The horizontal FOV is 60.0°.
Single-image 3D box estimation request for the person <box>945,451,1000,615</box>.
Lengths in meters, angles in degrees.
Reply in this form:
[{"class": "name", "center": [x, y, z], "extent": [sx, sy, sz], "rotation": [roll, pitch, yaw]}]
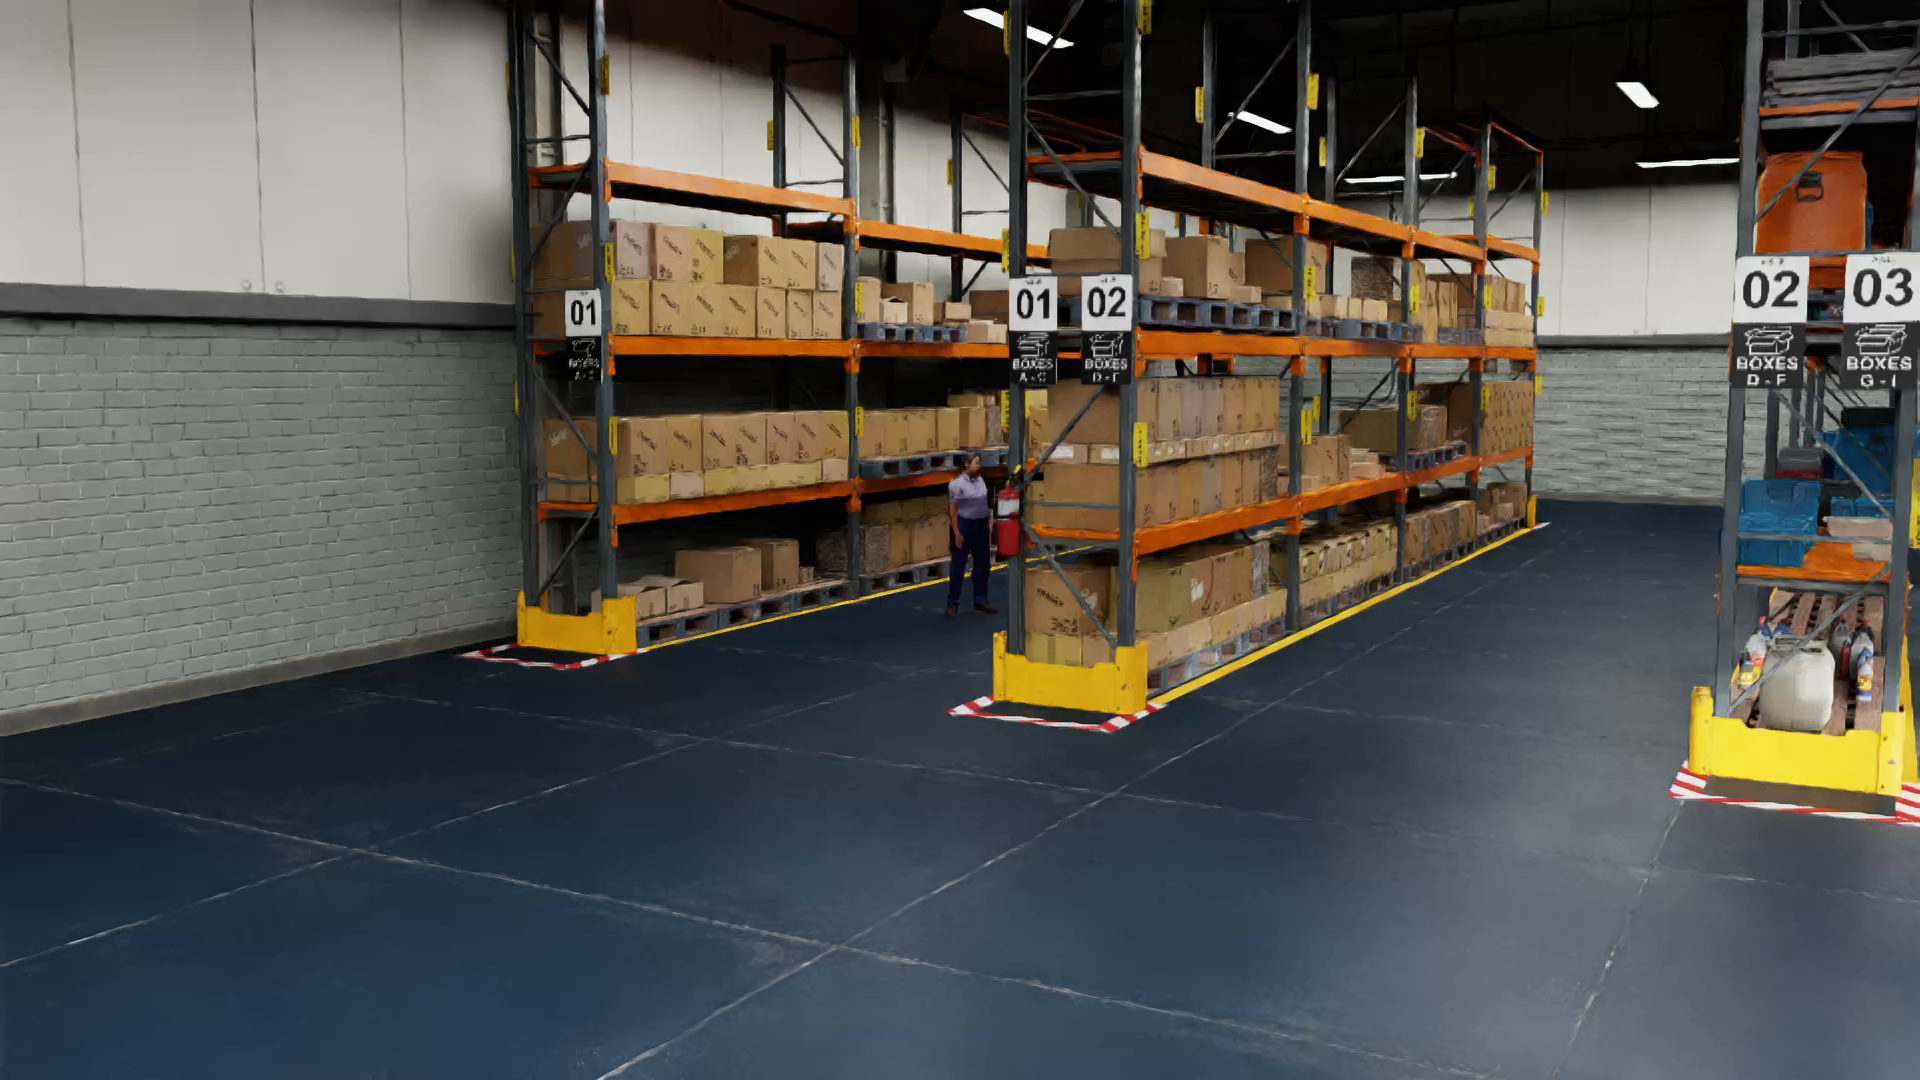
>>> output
[{"class": "person", "center": [0.098, -0.076, 16.941], "extent": [0.602, 1.653, 0.374], "rotation": [-5, 8, -39]}]
